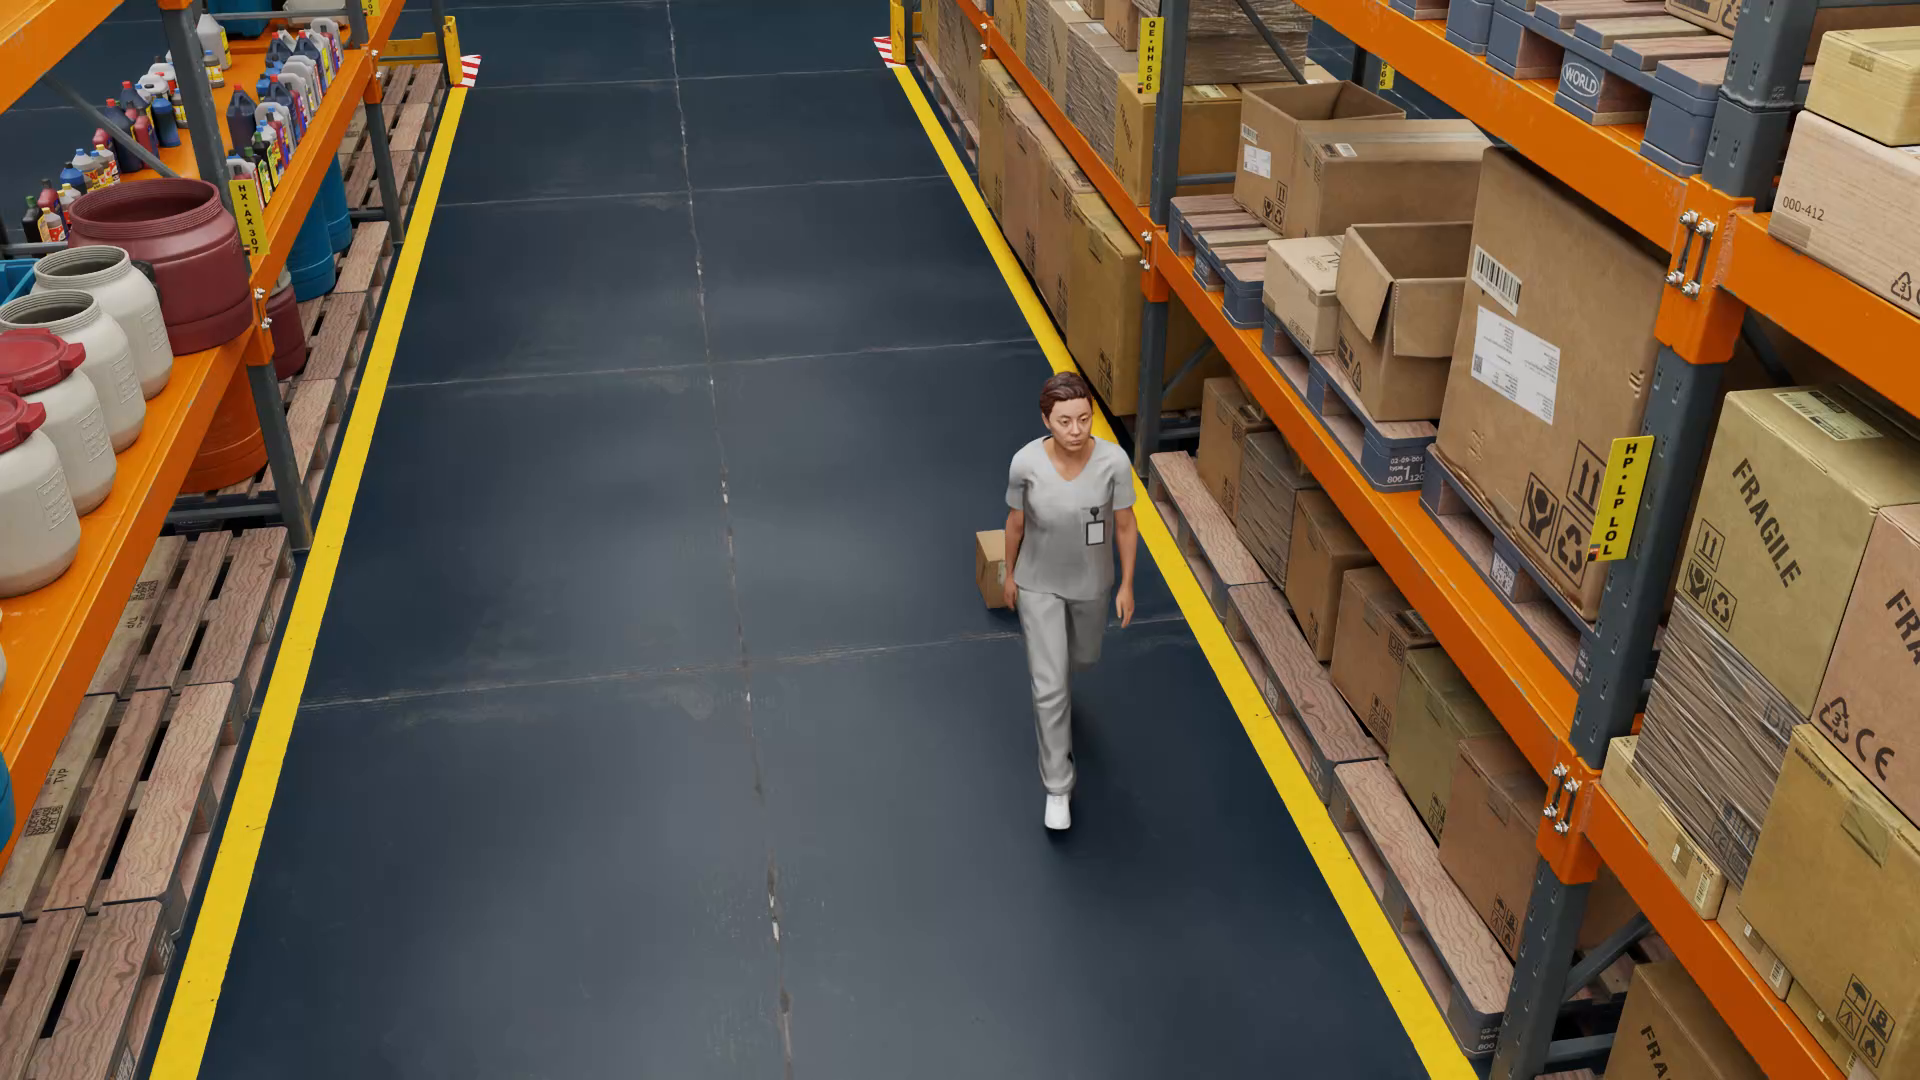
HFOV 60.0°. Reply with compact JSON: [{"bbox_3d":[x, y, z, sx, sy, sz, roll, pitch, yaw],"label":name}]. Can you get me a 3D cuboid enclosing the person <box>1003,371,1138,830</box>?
[{"bbox_3d":[0.383,0.121,5.938,0.455,1.628,0.978,-3,31,-4],"label":"person"}]
